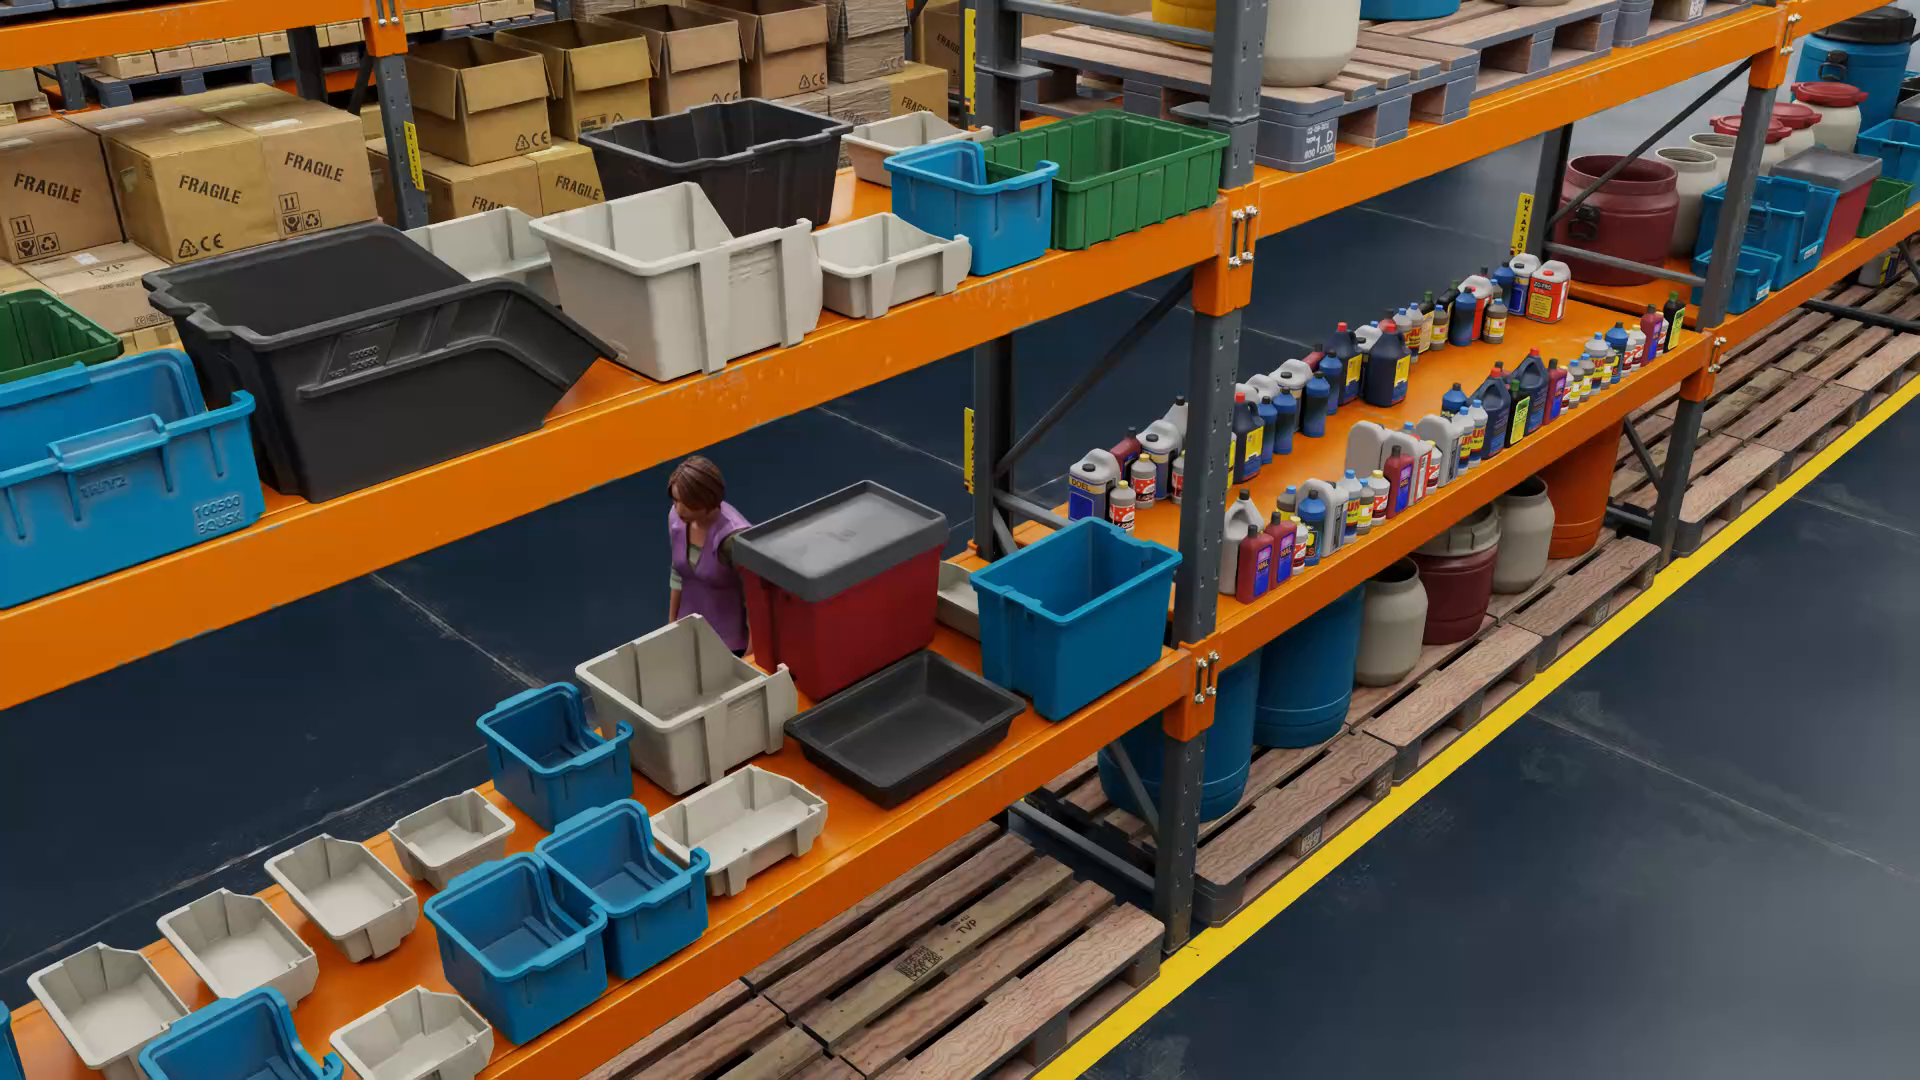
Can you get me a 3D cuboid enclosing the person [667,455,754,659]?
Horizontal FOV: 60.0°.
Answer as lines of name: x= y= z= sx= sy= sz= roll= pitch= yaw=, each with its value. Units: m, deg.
person: x=-0.938 y=0.383 z=6.420 sx=0.458 sy=1.591 sz=0.345 roll=18 pitch=33 yaw=30
